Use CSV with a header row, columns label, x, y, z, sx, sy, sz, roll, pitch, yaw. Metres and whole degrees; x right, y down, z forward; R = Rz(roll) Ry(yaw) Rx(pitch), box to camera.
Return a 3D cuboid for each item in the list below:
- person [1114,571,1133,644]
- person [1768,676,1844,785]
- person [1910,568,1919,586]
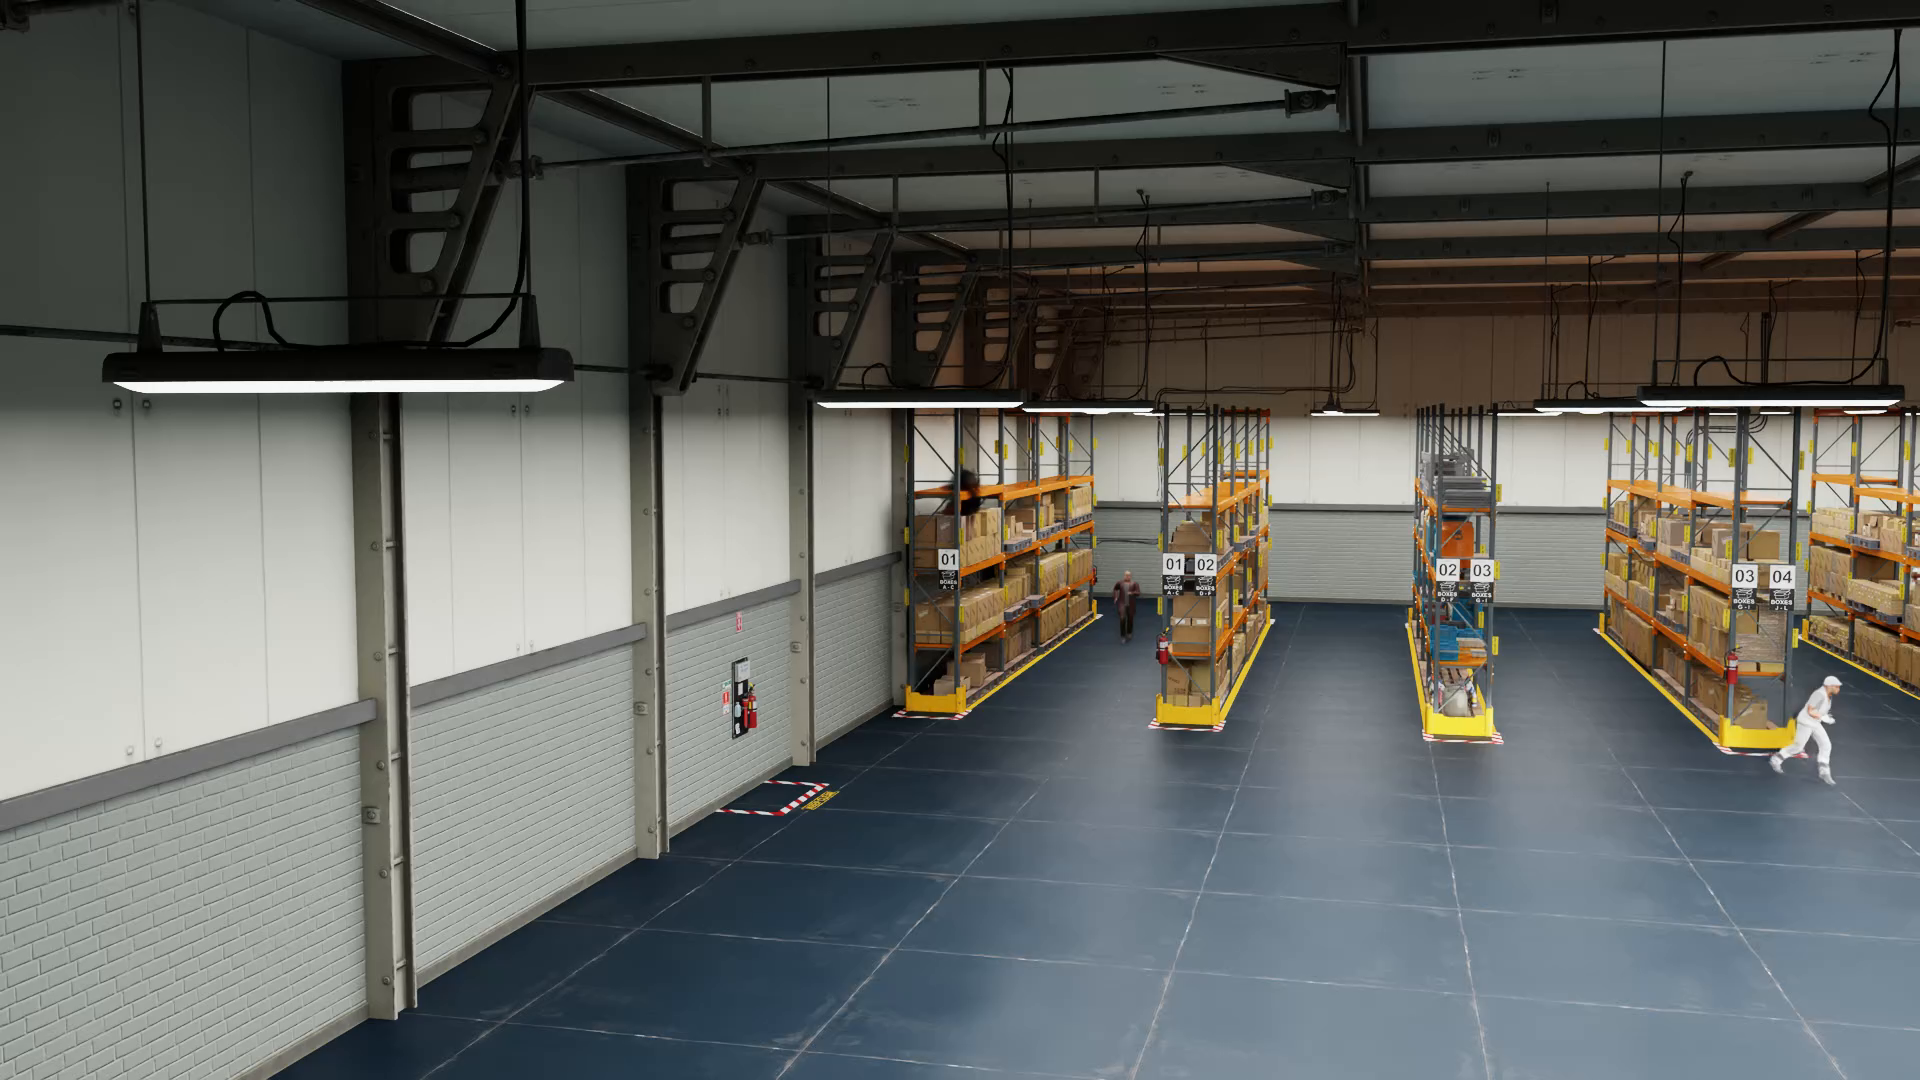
label,x,y,z,sx,sy,sz,roll,pitch,yaw
person,4.291,1.711,42.767,0.651,1.836,0.910,0,4,5
person,13.385,2.978,26.330,1.060,1.731,0.655,4,6,42
person,25.087,1.558,43.765,0.717,1.664,0.635,1,4,8
